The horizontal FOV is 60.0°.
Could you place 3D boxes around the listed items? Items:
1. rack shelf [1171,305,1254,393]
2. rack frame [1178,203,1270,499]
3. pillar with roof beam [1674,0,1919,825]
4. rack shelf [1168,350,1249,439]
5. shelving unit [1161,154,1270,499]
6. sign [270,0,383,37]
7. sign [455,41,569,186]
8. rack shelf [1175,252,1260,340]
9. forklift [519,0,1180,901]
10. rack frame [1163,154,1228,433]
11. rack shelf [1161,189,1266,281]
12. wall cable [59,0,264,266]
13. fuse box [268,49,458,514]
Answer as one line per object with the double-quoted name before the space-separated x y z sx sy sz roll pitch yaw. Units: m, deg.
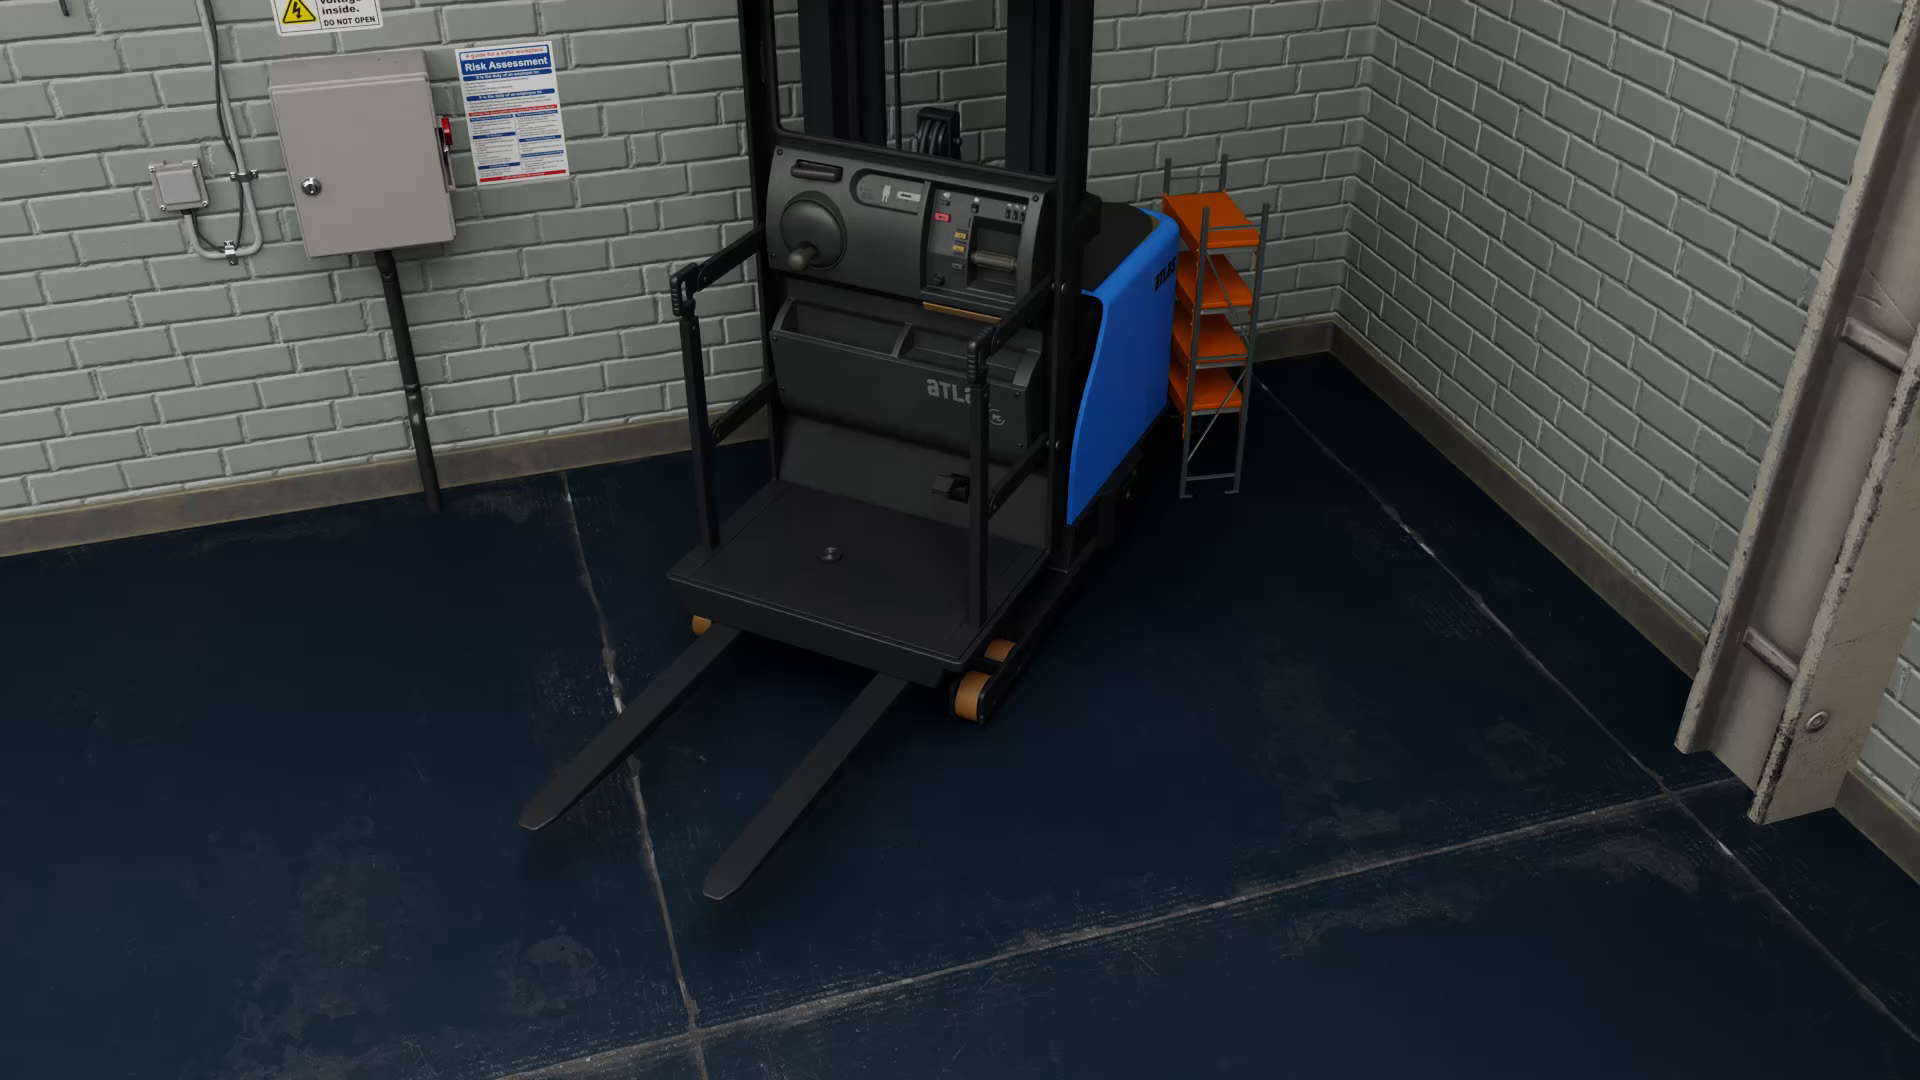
"rack shelf" 0.933 -0.754 6.425 0.258 0.148 0.480 -5 34 -8
"rack frame" 0.974 -0.677 6.187 0.240 1.200 0.015 -5 34 -8
"pillar with roof beam" -1.632 -2.308 1.581 9.100 9.000 0.400 -10 35 -15
"rack shelf" 0.933 -0.588 6.534 0.258 0.148 0.480 -5 34 -8
"shelving unit" 0.933 -0.810 6.388 0.258 1.200 0.503 -5 34 -8
"sign" -2.107 -1.803 5.508 0.339 0.242 0.001 -10 35 -15
"sign" -1.584 -1.511 5.902 0.329 0.494 0.001 -10 35 -15
"rack shelf" 0.933 -0.941 6.301 0.258 0.148 0.480 -5 34 -8
"forklift" -0.273 -0.913 4.973 1.130 2.935 3.031 15 36 21
"rack frame" 0.891 -0.943 6.588 0.240 1.200 0.015 -5 34 -8
"rack shelf" 0.933 -1.138 6.171 0.258 0.148 0.480 -5 34 -8
"wall cable" -2.689 -1.751 5.257 0.588 1.984 0.122 -10 35 -15
"fuse box" -1.991 -0.821 5.941 0.539 1.711 0.414 -10 35 -15
